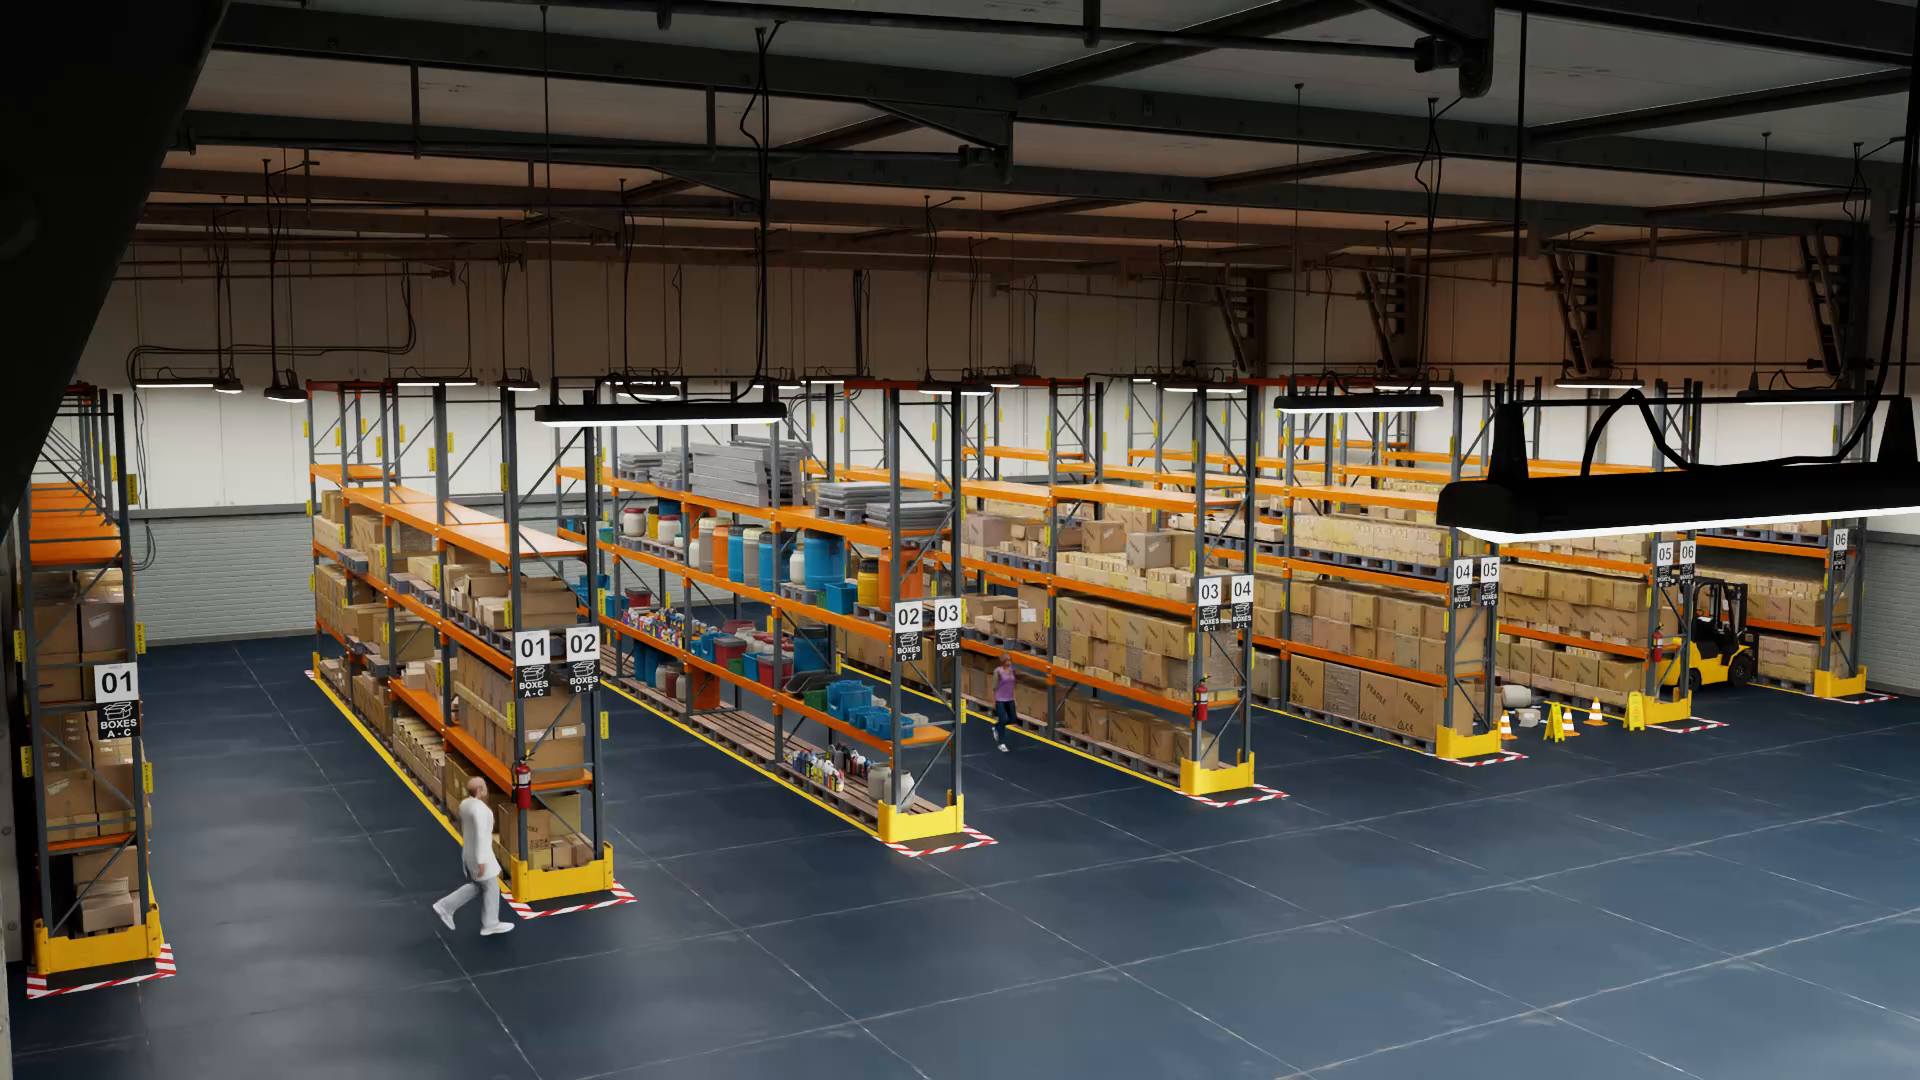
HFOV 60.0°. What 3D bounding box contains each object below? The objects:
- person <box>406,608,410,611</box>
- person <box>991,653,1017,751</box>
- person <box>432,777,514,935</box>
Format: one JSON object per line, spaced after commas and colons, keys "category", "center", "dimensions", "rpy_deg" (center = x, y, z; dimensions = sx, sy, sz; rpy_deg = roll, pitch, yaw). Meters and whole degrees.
{"category": "person", "center": [-12.485, 1.479, 37.459], "dimensions": [1.095, 1.708, 0.533], "rpy_deg": [-2, 7, -22]}
{"category": "person", "center": [0.680, 2.640, 27.337], "dimensions": [0.450, 1.587, 0.568], "rpy_deg": [-5, 8, -41]}
{"category": "person", "center": [-5.381, 3.493, 18.344], "dimensions": [0.833, 1.757, 0.574], "rpy_deg": [-3, 7, -29]}
